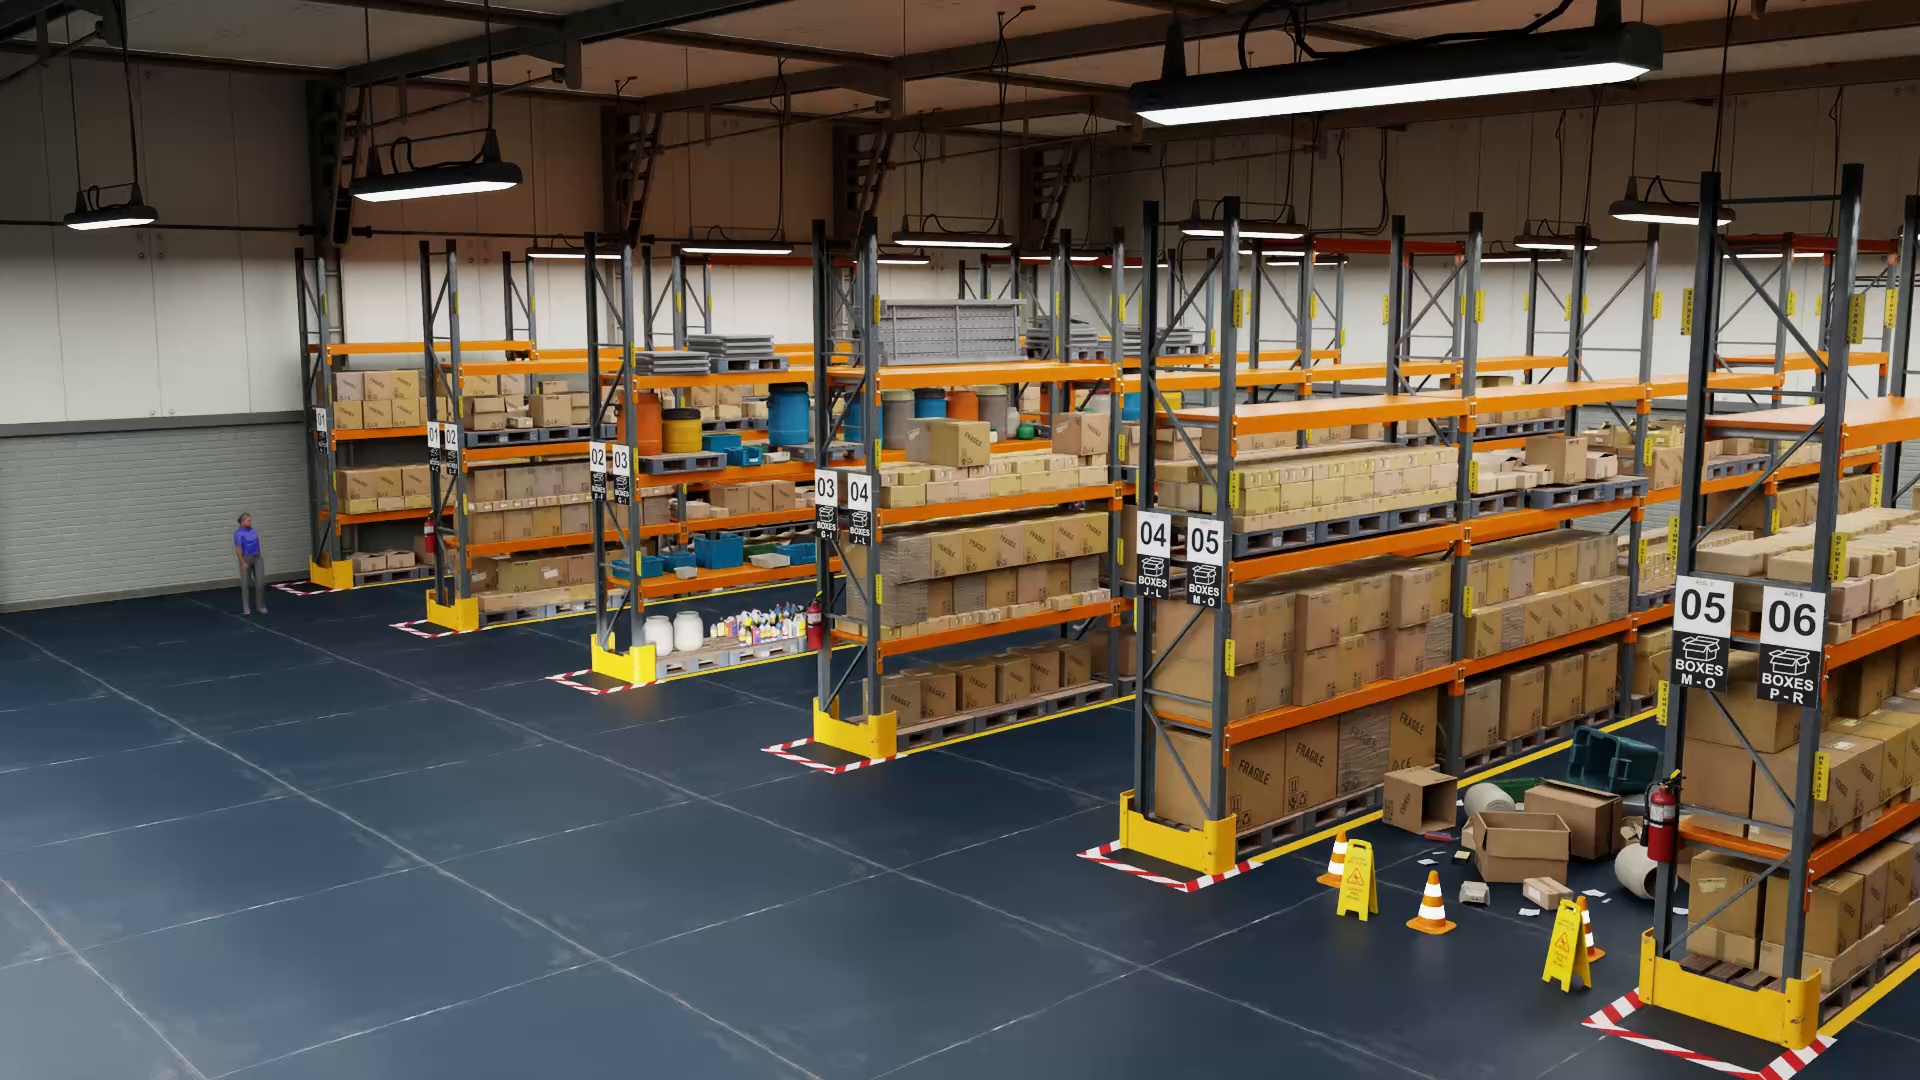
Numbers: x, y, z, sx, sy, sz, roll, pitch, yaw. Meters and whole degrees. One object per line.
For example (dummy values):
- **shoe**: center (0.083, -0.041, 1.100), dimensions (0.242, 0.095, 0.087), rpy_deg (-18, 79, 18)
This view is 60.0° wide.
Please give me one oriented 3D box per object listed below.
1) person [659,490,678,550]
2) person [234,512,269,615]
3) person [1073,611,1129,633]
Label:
- **person**: center (-5.406, -0.183, 31.126), dimensions (0.669, 1.699, 0.514), rpy_deg (-2, 9, -16)
- **person**: center (-11.565, 0.403, 27.101), dimensions (0.475, 1.675, 0.555), rpy_deg (-8, 12, -44)
- **person**: center (2.057, 0.502, 24.206), dimensions (0.966, 1.684, 0.582), rpy_deg (-2, 9, -12)
